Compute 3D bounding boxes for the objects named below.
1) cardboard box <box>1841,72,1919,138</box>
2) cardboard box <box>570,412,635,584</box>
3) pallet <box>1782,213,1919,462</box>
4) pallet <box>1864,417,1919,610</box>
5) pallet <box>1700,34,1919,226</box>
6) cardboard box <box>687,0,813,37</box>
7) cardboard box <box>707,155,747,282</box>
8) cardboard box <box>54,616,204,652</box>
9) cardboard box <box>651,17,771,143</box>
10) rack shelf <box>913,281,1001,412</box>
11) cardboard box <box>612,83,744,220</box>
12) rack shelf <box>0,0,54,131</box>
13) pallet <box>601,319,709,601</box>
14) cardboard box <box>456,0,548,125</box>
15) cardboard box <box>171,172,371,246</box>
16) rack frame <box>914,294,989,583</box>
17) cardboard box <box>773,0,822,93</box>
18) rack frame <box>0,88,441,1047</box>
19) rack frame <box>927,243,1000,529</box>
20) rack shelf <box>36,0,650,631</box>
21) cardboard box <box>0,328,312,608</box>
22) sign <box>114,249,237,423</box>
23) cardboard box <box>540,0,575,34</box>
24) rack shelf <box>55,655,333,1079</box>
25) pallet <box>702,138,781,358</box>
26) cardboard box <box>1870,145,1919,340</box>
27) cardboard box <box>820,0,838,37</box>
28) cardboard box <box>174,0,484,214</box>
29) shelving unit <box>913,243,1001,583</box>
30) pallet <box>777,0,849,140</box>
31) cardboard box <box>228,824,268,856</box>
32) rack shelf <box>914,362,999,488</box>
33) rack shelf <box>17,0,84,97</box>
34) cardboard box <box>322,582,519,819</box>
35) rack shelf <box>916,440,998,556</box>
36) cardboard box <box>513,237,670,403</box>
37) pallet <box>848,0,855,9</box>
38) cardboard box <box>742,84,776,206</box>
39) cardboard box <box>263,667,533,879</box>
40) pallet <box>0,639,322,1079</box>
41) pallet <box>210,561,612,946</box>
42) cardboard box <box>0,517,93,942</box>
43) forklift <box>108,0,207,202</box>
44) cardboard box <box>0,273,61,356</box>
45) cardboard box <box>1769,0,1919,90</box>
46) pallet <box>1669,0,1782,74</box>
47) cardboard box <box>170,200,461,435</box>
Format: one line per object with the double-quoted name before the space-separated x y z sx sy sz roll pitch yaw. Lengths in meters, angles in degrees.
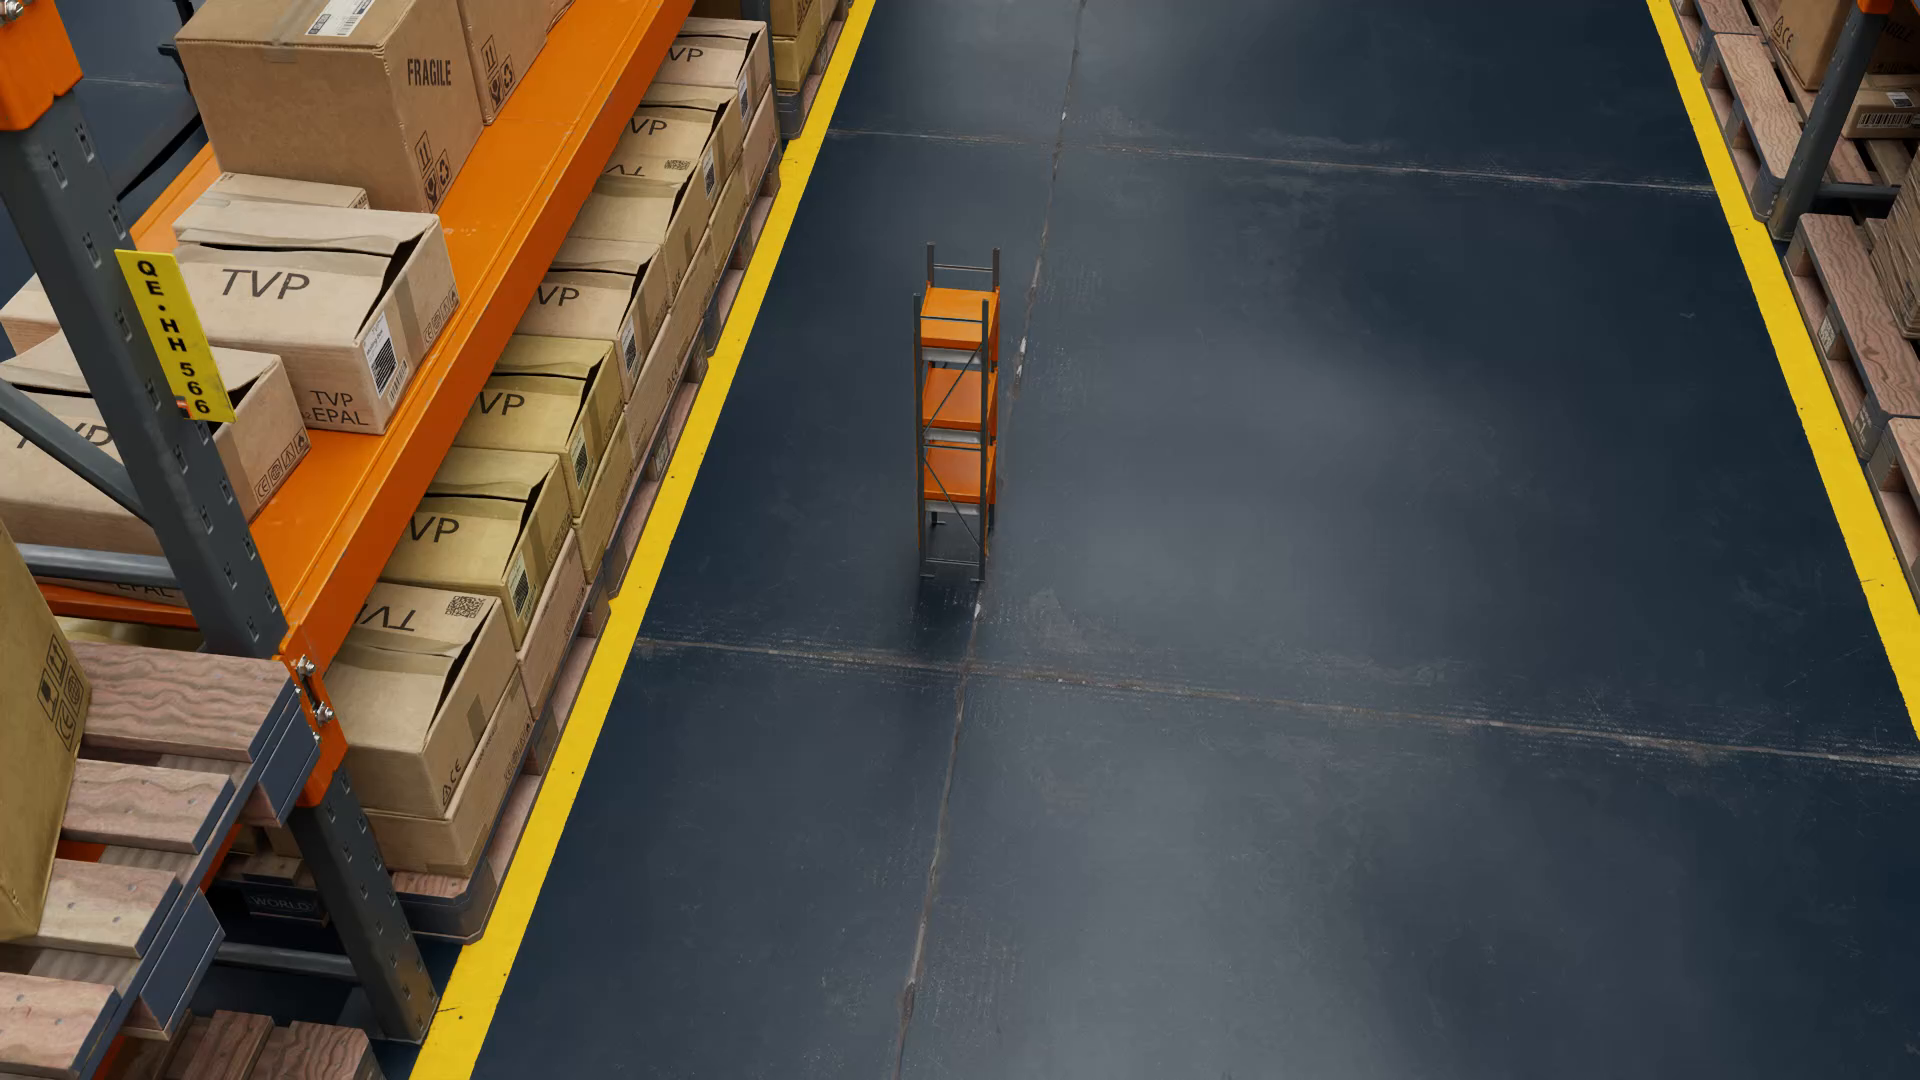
"cardboard box" 3.709 -1.743 6.650 0.380 0.166 0.250 0 43 0
"cardboard box" -1.283 -0.148 4.919 0.500 0.250 0.500 4 44 4
"pallet" 3.566 -0.701 5.837 1.003 0.211 1.213 5 44 6
"pallet" 3.407 0.132 4.957 1.003 0.211 1.213 5 44 6
"pallet" 3.721 -1.693 6.885 1.003 0.211 1.213 5 44 6
"cardboard box" -0.871 -2.406 6.759 0.500 0.500 0.500 5 44 6
"cardboard box" -1.079 -1.193 6.023 0.500 0.250 0.500 5 44 5
"cardboard box" -1.947 0.297 4.042 0.500 0.311 0.500 6 44 7
"cardboard box" -1.012 -1.748 6.201 0.500 0.311 0.500 5 44 6
"rack shelf" -0.007 -0.543 4.663 0.215 0.259 0.240 5 44 6
"cardboard box" -1.075 -1.393 5.826 0.500 0.311 0.500 6 44 7
"rack shelf" -2.036 0.569 0.809 1.077 0.370 4.000 5 44 6
"pallet" -1.461 -0.340 5.456 1.003 0.211 1.213 5 44 6
"cardboard box" -1.497 -1.506 4.587 0.500 0.500 0.500 5 44 6
"cardboard box" -1.659 -0.749 4.042 0.380 0.149 0.250 8 44 9
"rack frame" -0.023 -0.262 4.763 0.200 1.050 0.008 5 44 6
"cardboard box" -0.881 -2.135 7.018 0.500 0.250 0.500 5 44 6
"rack frame" -1.772 0.034 3.033 1.000 3.000 0.127 5 44 6
"rack frame" 0.009 -0.428 4.938 0.200 1.050 0.008 5 44 6
"rack shelf" -1.508 -1.139 4.652 0.919 0.124 3.809 5 44 6
"cardboard box" -1.681 -0.178 3.321 0.500 0.311 0.500 8 44 8
"sign" -1.233 -0.315 2.617 0.100 0.325 0.005 5 44 6
"cardboard box" -1.430 -1.848 4.947 0.500 0.500 0.500 8 44 9
"rack shelf" -2.036 1.658 1.841 1.077 0.370 4.000 5 44 6
"pallet" -1.302 -1.174 6.337 1.003 0.211 1.213 5 44 6
"cardboard box" 3.587 -0.994 5.616 0.700 0.500 0.500 7 44 7
"cardboard box" -0.810 -2.475 7.377 0.500 0.250 0.500 5 44 6
"cardboard box" -1.566 -1.148 4.208 0.500 0.500 0.500 3 44 3
"shelving unit" -0.007 -0.345 4.851 0.215 1.050 0.252 5 44 6
"pallet" -1.096 -2.218 7.439 1.003 0.211 1.213 5 44 6
"cardboard box" -1.944 0.499 4.236 0.500 0.250 0.500 6 44 7
"rack shelf" -0.007 -0.337 4.858 0.215 0.259 0.240 5 44 6
"rack shelf" -1.508 -2.157 3.688 1.077 0.370 4.000 5 44 6
"cardboard box" -1.412 0.346 3.990 0.500 0.311 0.500 7 44 7
"rack shelf" -0.007 -0.135 5.049 0.215 0.259 0.240 5 44 6
"cardboard box" -1.213 -0.711 5.106 0.500 0.311 0.500 5 44 5
"pallet" -0.938 -3.052 8.320 1.003 0.211 1.213 5 44 6
"cardboard box" -1.011 -1.538 6.387 0.500 0.250 0.500 5 44 5
"cardboard box" -1.412 0.549 4.183 0.500 0.250 0.500 5 44 5
"pallet" -1.792 0.572 2.604 1.213 0.211 1.003 5 44 6
"pallet" -1.624 0.489 4.580 1.003 0.211 1.213 5 44 6
"cardboard box" -1.743 0.284 2.390 0.700 0.500 0.500 -8 44 -9
"forklift" -2.727 -3.114 6.407 1.130 2.935 3.031 6 44 6
"cardboard box" -1.927 -0.513 3.793 0.380 0.149 0.250 5 44 6
"cardboard box" 3.765 -2.208 6.898 0.500 0.500 0.500 2 43 2
"pallet" 3.880 -2.527 7.765 1.003 0.211 1.213 5 44 6
"cardboard box" -1.462 -0.526 3.689 0.500 0.311 0.500 5 44 5
